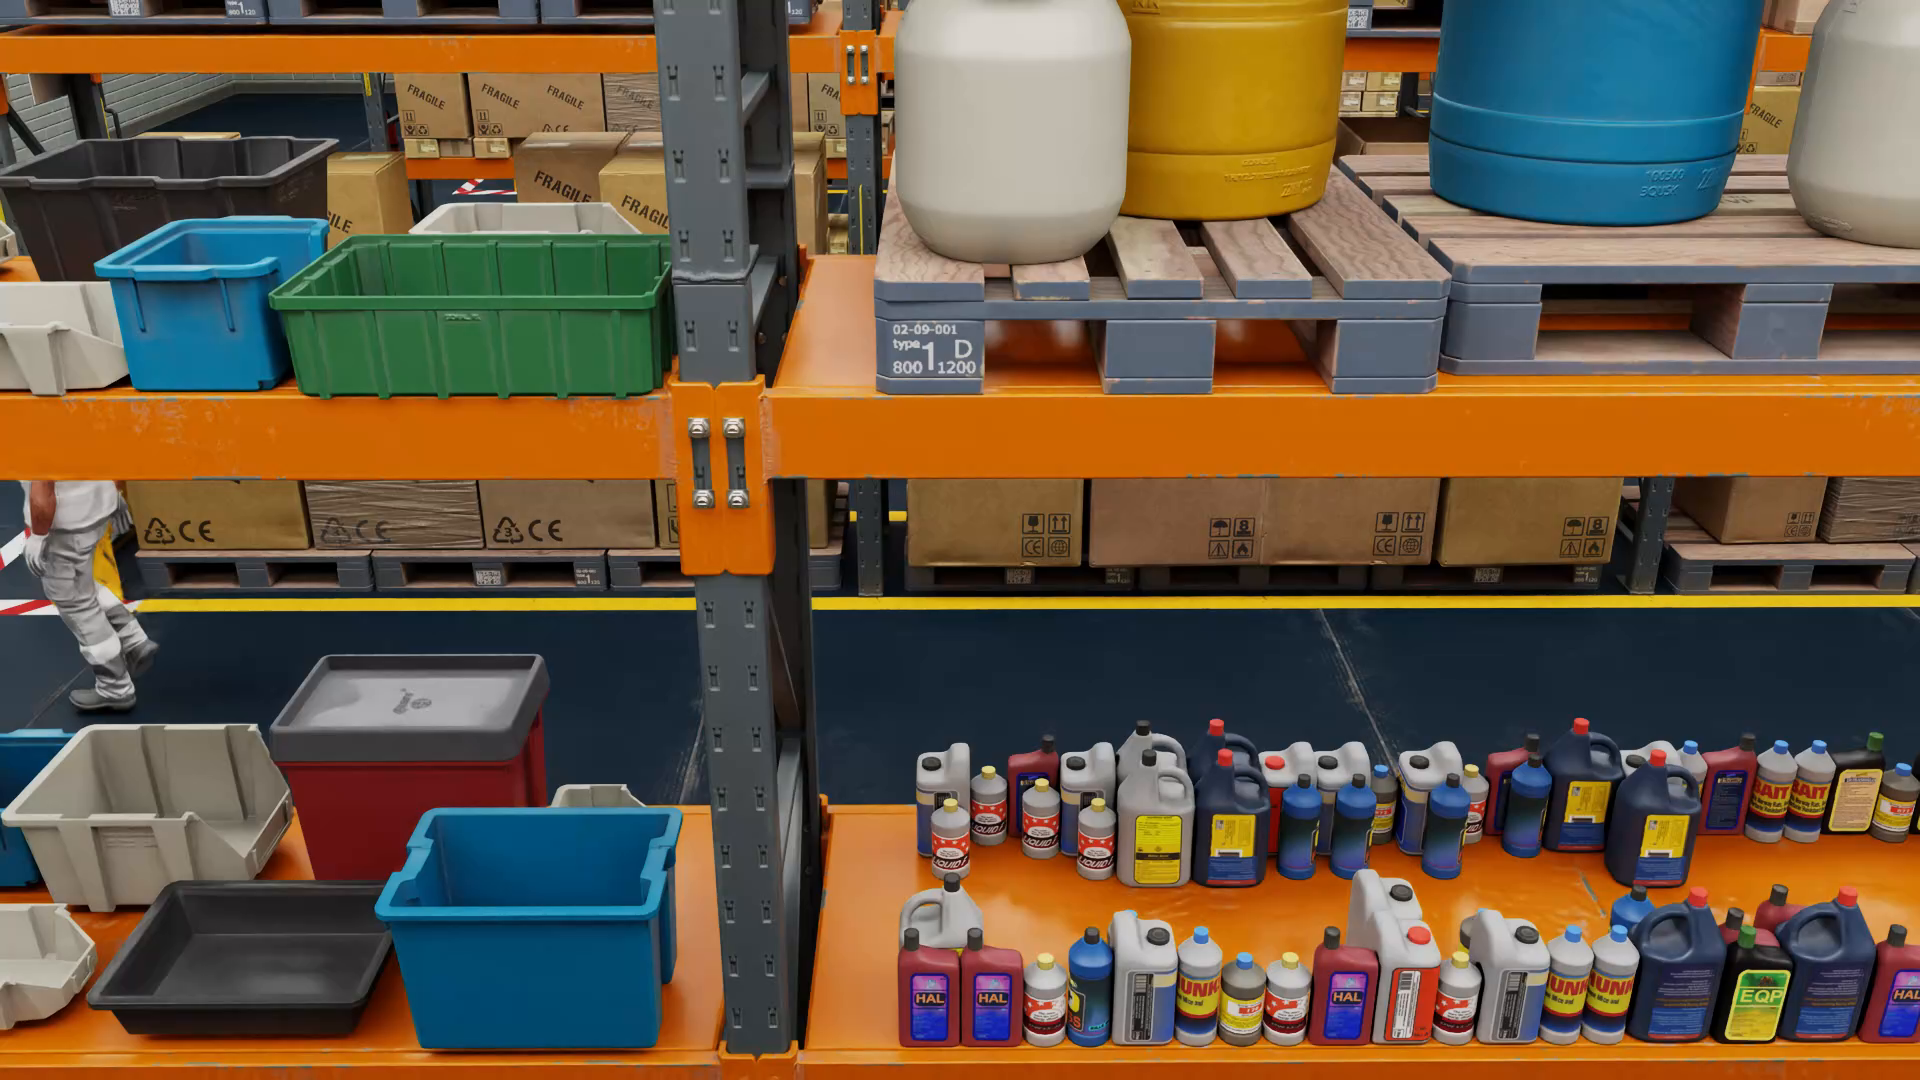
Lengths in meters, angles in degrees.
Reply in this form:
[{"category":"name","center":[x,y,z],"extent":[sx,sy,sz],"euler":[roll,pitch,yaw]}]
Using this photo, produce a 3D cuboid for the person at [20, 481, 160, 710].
[{"category":"person","center":[-3.876,-0.092,7.212],"extent":[0.467,1.778,0.573],"euler":[1,24,3]}]
